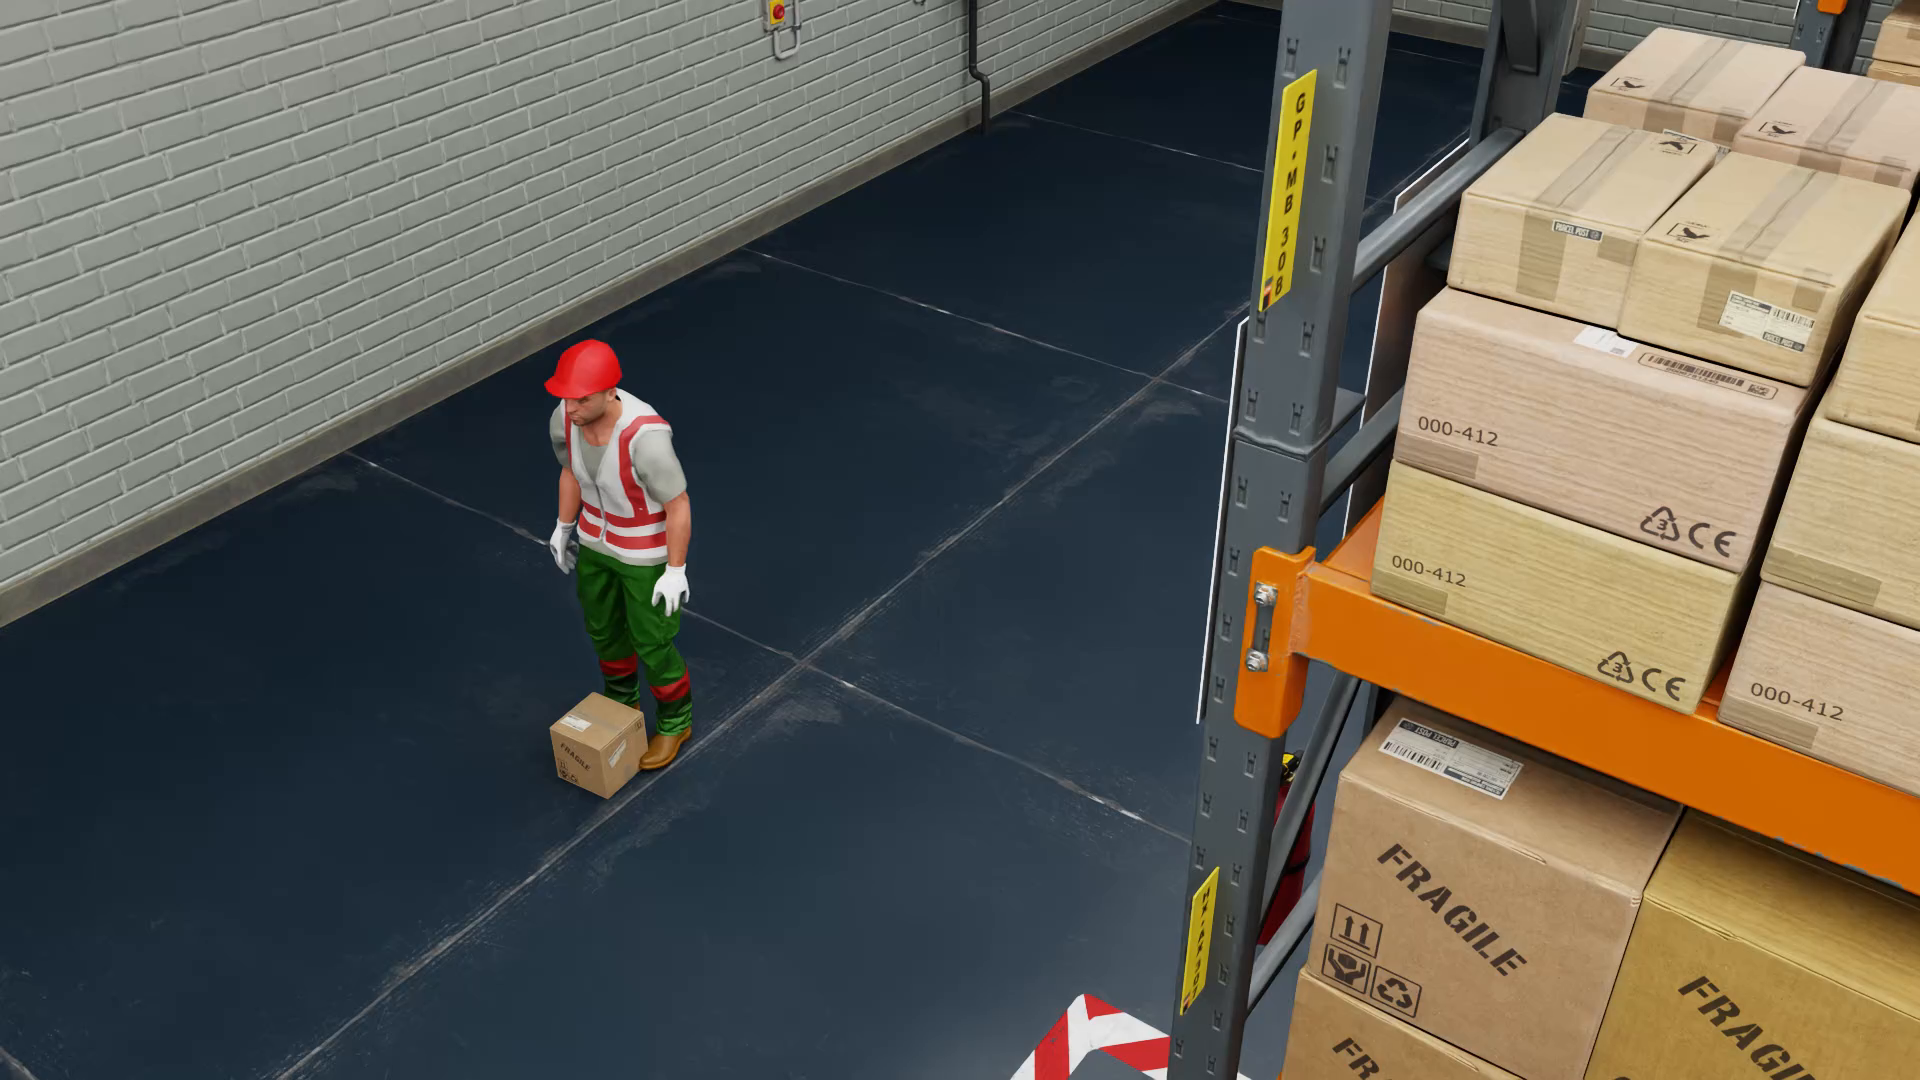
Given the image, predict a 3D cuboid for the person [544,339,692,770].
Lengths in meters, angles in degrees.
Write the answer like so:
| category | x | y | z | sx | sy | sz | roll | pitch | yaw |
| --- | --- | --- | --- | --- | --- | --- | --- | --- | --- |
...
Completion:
| category | x | y | z | sx | sy | sz | roll | pitch | yaw |
| --- | --- | --- | --- | --- | --- | --- | --- | --- | --- |
| person | -1.232 | 0.049 | 6.057 | 0.623 | 1.780 | 0.450 | 20 | 39 | 27 |
